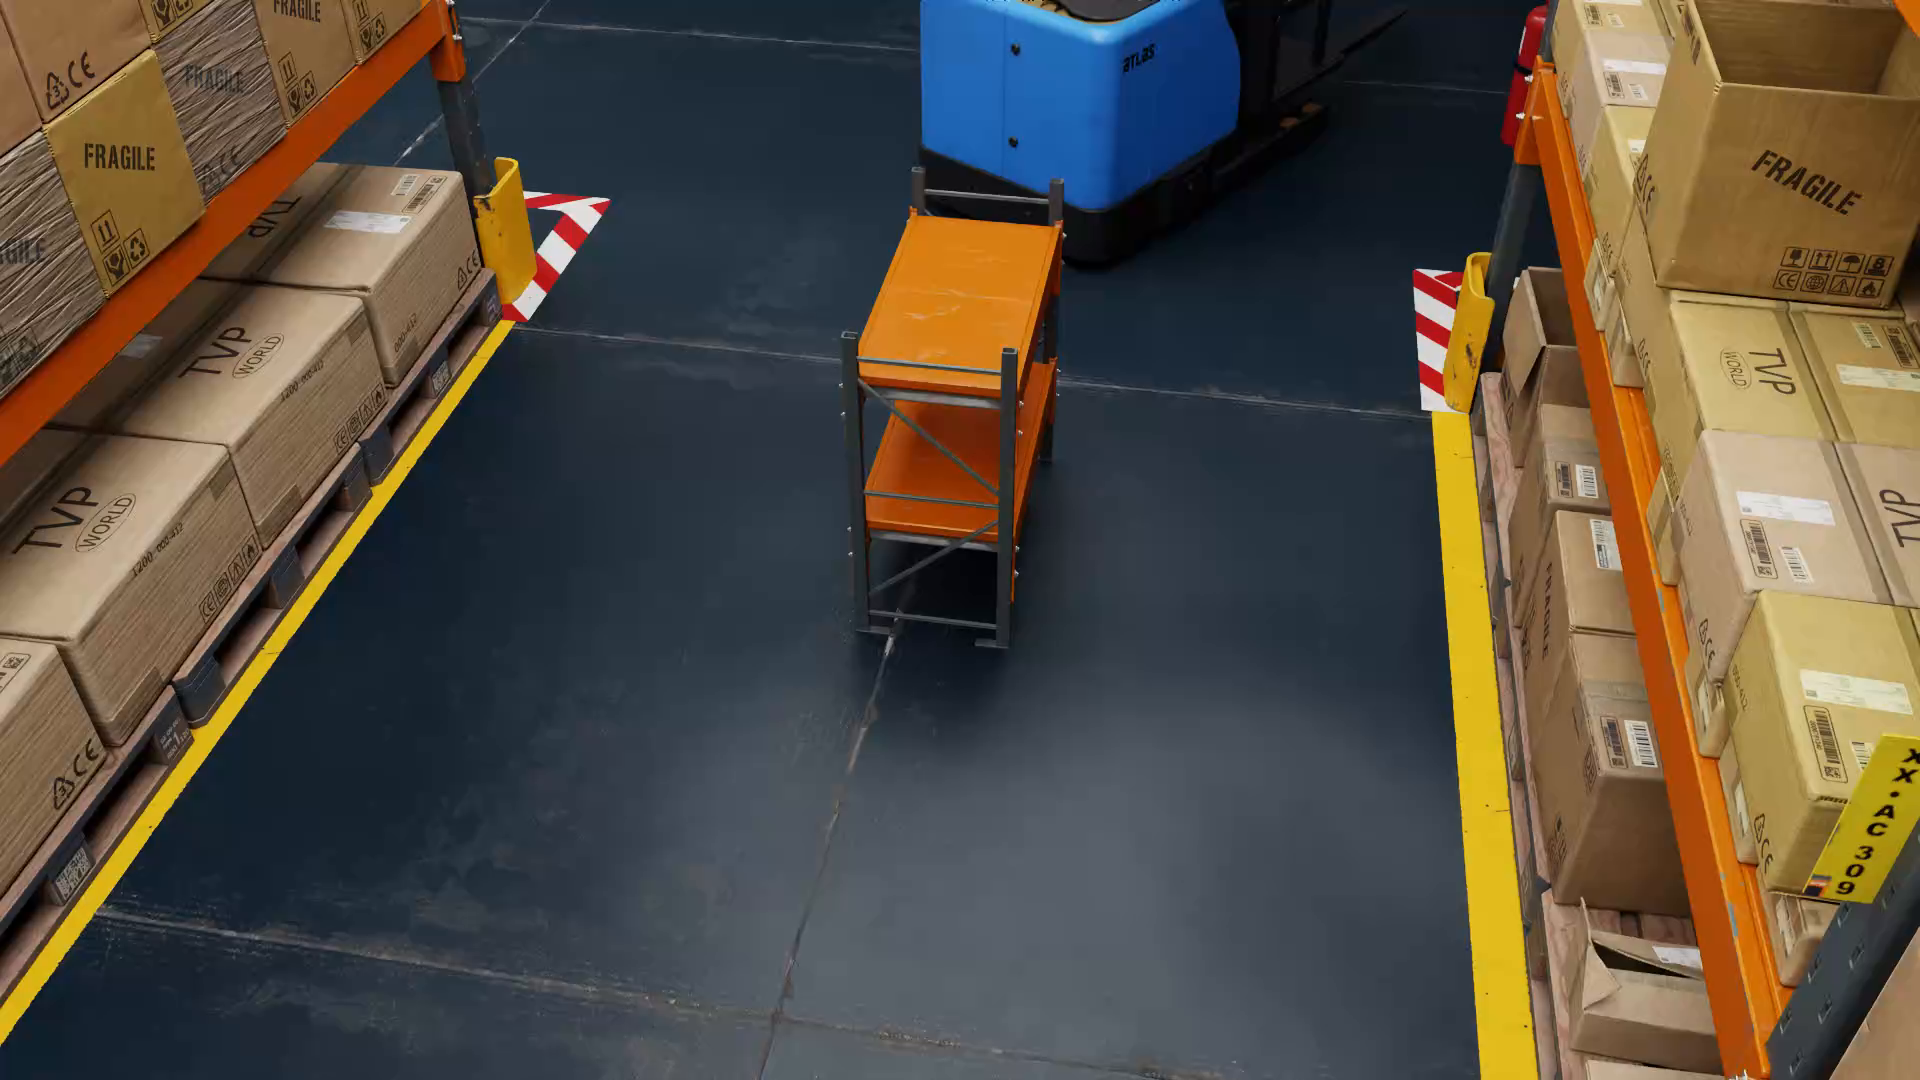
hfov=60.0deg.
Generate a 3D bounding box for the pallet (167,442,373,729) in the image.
[{"bbox_3d":[-2.690,0.065,5.506,1.003,0.211,1.213,6,40,8],"label":"pallet"}]

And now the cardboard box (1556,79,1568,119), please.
[{"bbox_3d":[2.147,-1.466,5.366,0.380,0.149,0.250,6,40,7],"label":"cardboard box"}]

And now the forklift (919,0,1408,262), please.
[{"bbox_3d":[1.147,-3.180,7.296,1.130,2.935,3.031,28,47,30],"label":"forklift"}]

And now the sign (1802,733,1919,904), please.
[{"bbox_3d":[1.246,0.383,2.254,0.100,0.325,0.005,6,40,8],"label":"sign"}]

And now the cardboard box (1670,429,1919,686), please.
[{"bbox_3d":[1.702,0.052,3.217,0.500,0.250,0.500,7,40,8],"label":"cardboard box"}]

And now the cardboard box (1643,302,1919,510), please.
[{"bbox_3d":[1.801,-0.260,3.594,0.500,0.250,0.500,6,40,7],"label":"cardboard box"}]

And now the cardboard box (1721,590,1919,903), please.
[{"bbox_3d":[1.630,0.368,2.835,0.500,0.250,0.500,7,40,9],"label":"cardboard box"}]

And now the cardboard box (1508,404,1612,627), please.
[{"bbox_3d":[2.089,-0.032,5.067,0.700,0.500,0.500,8,40,9],"label":"cardboard box"}]

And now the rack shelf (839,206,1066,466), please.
[{"bbox_3d":[0.001,-0.663,5.210,0.538,0.278,1.000,6,40,8],"label":"rack shelf"}]

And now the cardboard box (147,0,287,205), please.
[{"bbox_3d":[-2.419,-1.353,4.954,0.500,0.500,0.500,7,40,9],"label":"cardboard box"}]

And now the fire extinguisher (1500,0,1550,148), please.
[{"bbox_3d":[2.044,-1.709,5.816,0.296,0.674,0.183,6,40,8],"label":"fire extinguisher"}]

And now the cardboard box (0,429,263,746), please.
[{"bbox_3d":[-2.739,0.108,4.947,0.875,0.438,0.875,5,40,6],"label":"cardboard box"}]

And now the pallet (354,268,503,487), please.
[{"bbox_3d":[-2.476,-0.699,6.430,1.003,0.211,1.213,6,40,8],"label":"pallet"}]

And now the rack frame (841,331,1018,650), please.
[{"bbox_3d":[-0.087,-0.119,5.011,0.500,1.125,0.032,6,40,8],"label":"rack frame"}]

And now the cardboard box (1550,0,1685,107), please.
[{"bbox_3d":[2.130,-1.541,5.144,0.500,0.250,0.500,7,40,8],"label":"cardboard box"}]

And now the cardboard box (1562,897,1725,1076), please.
[{"bbox_3d":[1.651,1.057,3.933,0.396,0.266,0.258,8,40,9],"label":"cardboard box"}]

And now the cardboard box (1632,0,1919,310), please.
[{"bbox_3d":[1.871,-0.888,3.766,0.500,0.500,0.500,7,40,9],"label":"cardboard box"}]

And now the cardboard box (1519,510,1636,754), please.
[{"bbox_3d":[1.899,0.289,4.679,0.500,0.500,0.500,7,40,8],"label":"cardboard box"}]

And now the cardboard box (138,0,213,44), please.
[{"bbox_3d":[-2.414,-1.738,4.635,0.500,0.500,0.500,6,40,7],"label":"cardboard box"}]

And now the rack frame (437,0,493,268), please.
[{"bbox_3d":[-2.415,-2.284,6.158,1.000,3.000,0.127,6,40,8],"label":"rack frame"}]

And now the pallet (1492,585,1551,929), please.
[{"bbox_3d":[2.111,0.647,4.802,1.003,0.211,1.213,6,40,8],"label":"pallet"}]

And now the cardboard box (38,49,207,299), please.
[{"bbox_3d":[-2.496,-1.028,4.561,0.500,0.500,0.500,8,40,9],"label":"cardboard box"}]

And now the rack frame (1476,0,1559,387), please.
[{"bbox_3d":[2.474,-1.739,5.499,1.000,3.000,0.127,6,40,8],"label":"rack frame"}]

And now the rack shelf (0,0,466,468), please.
[{"bbox_3d":[-2.761,-0.752,4.869,1.077,0.370,4.000,6,40,8],"label":"rack shelf"}]

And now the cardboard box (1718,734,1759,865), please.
[{"bbox_3d":[1.612,0.474,3.019,0.380,0.149,0.250,7,40,9],"label":"cardboard box"}]

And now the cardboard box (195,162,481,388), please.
[{"bbox_3d":[-2.431,-1.033,6.327,0.875,0.438,0.875,5,40,6],"label":"cardboard box"}]

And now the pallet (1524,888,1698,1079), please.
[{"bbox_3d":[1.902,1.415,3.873,1.003,0.211,1.213,6,40,8],"label":"pallet"}]

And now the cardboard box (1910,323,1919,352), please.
[{"bbox_3d":[2.305,-0.206,3.529,0.500,0.250,0.500,7,40,9],"label":"cardboard box"}]

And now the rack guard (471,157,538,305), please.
[{"bbox_3d":[-2.411,-1.336,6.973,1.175,0.500,0.348,6,40,8],"label":"rack guard"}]

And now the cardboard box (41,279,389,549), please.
[{"bbox_3d":[-2.581,-0.458,5.631,0.875,0.438,0.875,7,40,9],"label":"cardboard box"}]

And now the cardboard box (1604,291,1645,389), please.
[{"bbox_3d":[1.850,-0.496,4.193,0.380,0.149,0.250,7,40,9],"label":"cardboard box"}]

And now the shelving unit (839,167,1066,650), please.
[{"bbox_3d":[0.001,-0.438,5.397,0.538,1.125,1.048,6,40,8],"label":"shelving unit"}]

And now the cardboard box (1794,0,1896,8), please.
[{"bbox_3d":[2.656,-1.478,5.068,0.500,0.250,0.500,7,40,9],"label":"cardboard box"}]

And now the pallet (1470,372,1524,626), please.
[{"bbox_3d":[2.324,-0.116,5.725,1.003,0.211,1.213,6,40,8],"label":"pallet"}]

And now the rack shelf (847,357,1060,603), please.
[{"bbox_3d":[0.001,-0.249,5.553,0.538,0.278,1.000,6,40,8],"label":"rack shelf"}]

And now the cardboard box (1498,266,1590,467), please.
[{"bbox_3d":[2.275,-0.565,5.709,0.797,0.503,0.637,5,40,6],"label":"cardboard box"}]

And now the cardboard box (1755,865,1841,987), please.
[{"bbox_3d":[1.588,0.640,2.819,0.380,0.149,0.250,7,40,8],"label":"cardboard box"}]

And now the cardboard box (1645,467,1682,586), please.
[{"bbox_3d":[1.722,-0.016,3.613,0.380,0.149,0.250,6,40,7],"label":"cardboard box"}]

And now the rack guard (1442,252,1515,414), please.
[{"bbox_3d":[2.461,-0.728,6.238,1.175,0.500,0.348,6,40,8],"label":"rack guard"}]

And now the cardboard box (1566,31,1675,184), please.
[{"bbox_3d":[2.043,-1.224,4.761,0.500,0.250,0.500,7,40,8],"label":"cardboard box"}]

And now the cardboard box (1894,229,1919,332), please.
[{"bbox_3d":[2.385,-0.516,3.904,0.500,0.250,0.500,6,40,8],"label":"cardboard box"}]

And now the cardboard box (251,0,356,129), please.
[{"bbox_3d":[-2.340,-1.677,5.346,0.500,0.500,0.500,6,40,7],"label":"cardboard box"}]

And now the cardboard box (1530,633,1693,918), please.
[{"bbox_3d":[1.909,0.620,4.279,0.700,0.500,0.500,5,40,6],"label":"cardboard box"}]

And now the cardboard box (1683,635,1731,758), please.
[{"bbox_3d":[1.633,0.309,3.220,0.380,0.149,0.250,7,40,9],"label":"cardboard box"}]

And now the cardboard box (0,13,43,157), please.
[{"bbox_3d":[-2.593,-1.106,3.871,0.500,0.500,0.500,7,40,9],"label":"cardboard box"}]

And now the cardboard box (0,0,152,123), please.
[{"bbox_3d":[-2.503,-1.422,4.253,0.500,0.500,0.500,6,40,7],"label":"cardboard box"}]

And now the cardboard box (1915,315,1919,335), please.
[{"bbox_3d":[2.302,-0.480,3.272,0.500,0.500,0.500,5,40,6],"label":"cardboard box"}]

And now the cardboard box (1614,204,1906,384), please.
[{"bbox_3d":[1.891,-0.583,3.985,0.500,0.250,0.500,5,40,7],"label":"cardboard box"}]

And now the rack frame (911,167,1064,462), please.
[{"bbox_3d":[0.089,-0.757,5.783,0.500,1.125,0.032,6,40,8],"label":"rack frame"}]

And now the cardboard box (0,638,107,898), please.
[{"bbox_3d":[-2.893,0.670,4.267,0.875,0.438,0.875,6,40,7],"label":"cardboard box"}]

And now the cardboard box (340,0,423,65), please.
[{"bbox_3d":[-2.238,-1.991,5.725,0.500,0.500,0.500,7,40,8],"label":"cardboard box"}]

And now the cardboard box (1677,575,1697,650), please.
[{"bbox_3d":[1.705,0.147,3.415,0.380,0.149,0.250,7,40,9],"label":"cardboard box"}]

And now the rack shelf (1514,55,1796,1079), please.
[{"bbox_3d":[2.128,-0.207,4.210,1.077,0.370,4.000,6,40,8],"label":"rack shelf"}]

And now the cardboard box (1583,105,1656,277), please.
[{"bbox_3d":[1.959,-0.906,4.376,0.500,0.250,0.500,6,40,7],"label":"cardboard box"}]

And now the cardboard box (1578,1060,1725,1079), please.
[{"bbox_3d":[1.589,1.326,3.700,0.380,0.149,0.250,5,40,6],"label":"cardboard box"}]

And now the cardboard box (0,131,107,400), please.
[{"bbox_3d":[-2.585,-0.705,4.170,0.500,0.500,0.500,7,40,8],"label":"cardboard box"}]

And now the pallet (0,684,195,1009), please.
[{"bbox_3d":[-2.899,0.832,4.577,1.003,0.211,1.213,6,40,8],"label":"pallet"}]

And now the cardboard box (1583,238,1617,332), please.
[{"bbox_3d":[1.875,-0.663,4.395,0.380,0.149,0.250,5,40,6],"label":"cardboard box"}]
